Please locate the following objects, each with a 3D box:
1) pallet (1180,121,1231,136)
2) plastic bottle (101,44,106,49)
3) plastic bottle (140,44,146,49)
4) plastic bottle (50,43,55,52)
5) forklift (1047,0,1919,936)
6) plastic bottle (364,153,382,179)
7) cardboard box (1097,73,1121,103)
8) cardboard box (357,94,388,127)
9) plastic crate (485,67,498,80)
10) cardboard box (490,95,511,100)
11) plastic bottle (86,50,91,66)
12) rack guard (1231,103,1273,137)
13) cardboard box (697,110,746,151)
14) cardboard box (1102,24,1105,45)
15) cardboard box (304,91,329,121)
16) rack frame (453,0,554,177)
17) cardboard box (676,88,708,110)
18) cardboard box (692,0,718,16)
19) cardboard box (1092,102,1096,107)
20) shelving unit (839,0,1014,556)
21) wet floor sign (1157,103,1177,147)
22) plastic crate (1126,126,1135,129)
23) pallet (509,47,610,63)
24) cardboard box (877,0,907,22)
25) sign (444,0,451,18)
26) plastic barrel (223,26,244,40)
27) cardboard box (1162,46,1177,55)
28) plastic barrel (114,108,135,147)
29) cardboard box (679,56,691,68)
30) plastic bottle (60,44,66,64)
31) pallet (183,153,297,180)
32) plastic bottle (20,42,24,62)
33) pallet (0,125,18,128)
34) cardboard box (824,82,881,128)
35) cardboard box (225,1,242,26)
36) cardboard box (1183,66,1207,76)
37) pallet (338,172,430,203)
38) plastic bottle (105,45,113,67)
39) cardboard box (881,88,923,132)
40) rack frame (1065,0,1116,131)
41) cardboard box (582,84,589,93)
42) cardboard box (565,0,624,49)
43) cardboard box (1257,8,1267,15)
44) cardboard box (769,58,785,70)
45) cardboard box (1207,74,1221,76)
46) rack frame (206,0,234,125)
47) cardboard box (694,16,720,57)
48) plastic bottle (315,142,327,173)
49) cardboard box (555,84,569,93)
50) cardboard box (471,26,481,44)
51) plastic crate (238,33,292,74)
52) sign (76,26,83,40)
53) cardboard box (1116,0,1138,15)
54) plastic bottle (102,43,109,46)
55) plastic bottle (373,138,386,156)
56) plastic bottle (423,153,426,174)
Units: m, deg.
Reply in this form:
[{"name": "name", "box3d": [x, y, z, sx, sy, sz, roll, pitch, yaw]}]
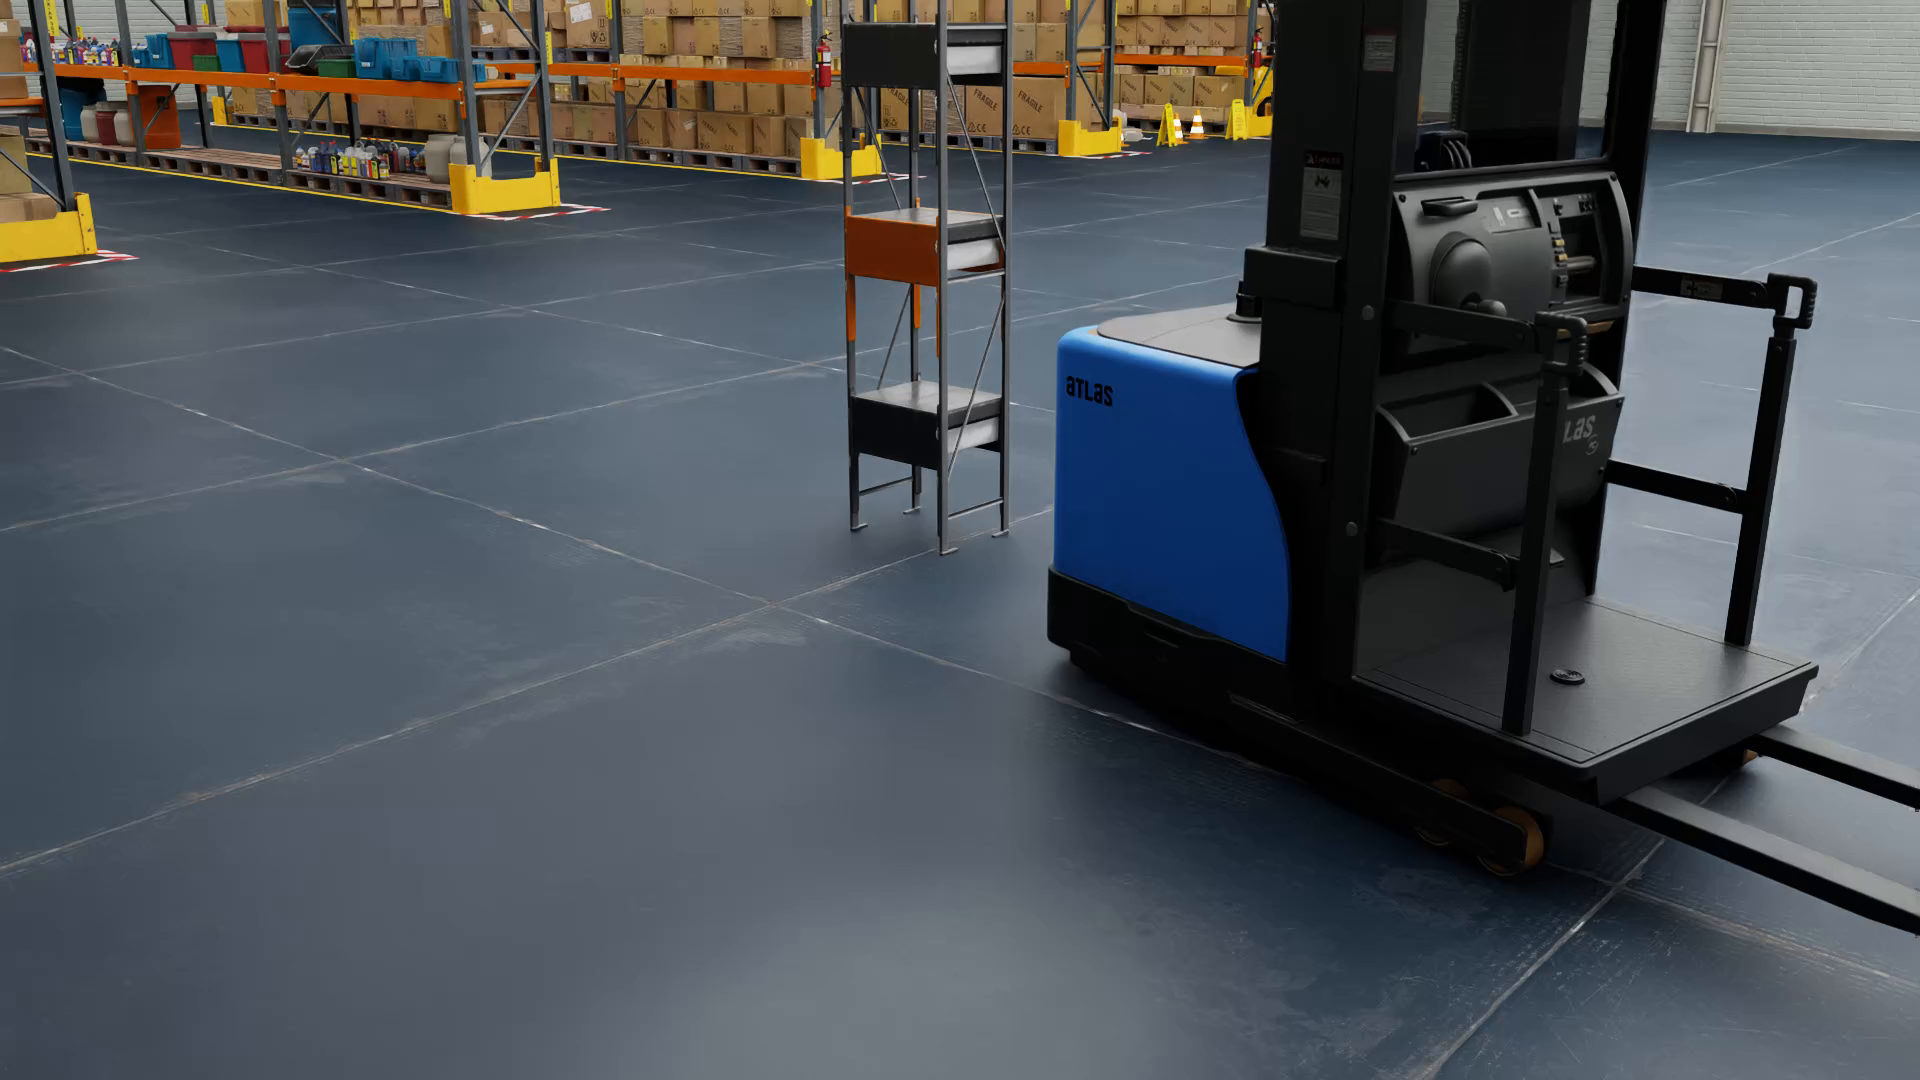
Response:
[{"name": "pallet", "box3d": [4.483, -7.180, 28.888, 1.213, 0.211, 1.003, 15, 23, 39]}, {"name": "plastic bottle", "box3d": [-12.352, -7.022, 23.993, 0.097, 0.271, 0.097, 0, 18, 0]}, {"name": "plastic bottle", "box3d": [-11.521, -6.861, 23.484, 0.097, 0.271, 0.097, 0, 18, 0]}, {"name": "plastic bottle", "box3d": [-12.931, -6.946, 23.744, 0.135, 0.276, 0.152, 15, 23, 39]}, {"name": "forklift", "box3d": [1.565, -0.748, 4.124, 1.130, 2.935, 3.031, -13, 22, -35]}, {"name": "plastic bottle", "box3d": [-6.576, -4.198, 18.657, 0.135, 0.276, 0.152, 15, 23, 40]}, {"name": "cardboard box", "box3d": [2.803, -8.089, 29.752, 0.500, 0.500, 0.500, 16, 24, 41]}, {"name": "cardboard box", "box3d": [-9.268, -7.375, 27.709, 0.875, 0.875, 1.225, 14, 22, 37]}, {"name": "plastic crate", "box3d": [-5.197, -5.087, 18.119, 0.250, 0.136, 0.298, 15, 23, 39]}, {"name": "cardboard box", "box3d": [-6.916, -6.935, 25.671, 0.500, 0.250, 0.500, 16, 24, 41]}, {"name": "plastic bottle", "box3d": [-11.994, -6.648, 22.928, 0.097, 0.201, 0.097, 0, 18, 0]}, {"name": "rack guard", "box3d": [5.067, -7.147, 28.305, 0.348, 0.500, 1.175, 15, 23, 39]}, {"name": "cardboard box", "box3d": [-3.223, -5.583, 22.684, 0.500, 0.500, 0.500, 13, 22, 34]}, {"name": "cardboard box", "box3d": [2.667, -9.069, 29.571, 0.500, 0.500, 0.500, 15, 23, 39]}, {"name": "cardboard box", "box3d": [-10.870, -7.829, 29.139, 0.875, 0.875, 0.875, 15, 23, 39]}, {"name": "rack frame", "box3d": [-4.741, -4.960, 17.283, 0.127, 3.000, 1.000, 15, 23, 39]}, {"name": "cardboard box", "box3d": [-4.735, -7.871, 29.892, 0.500, 0.500, 0.500, 15, 23, 39]}, {"name": "cardboard box", "box3d": [-3.148, -7.104, 21.727, 0.500, 0.500, 0.500, 15, 23, 39]}, {"name": "cardboard box", "box3d": [2.394, -7.836, 30.196, 0.500, 0.250, 0.500, 14, 22, 37]}, {"name": "shelving unit", "box3d": [-0.124, -1.034, 6.399, 0.503, 2.100, 0.431, 15, 23, 39]}, {"name": "wet floor sign", "box3d": [3.250, -6.503, 26.035, 0.232, 0.644, 0.267, 11, 20, 30]}, {"name": "plastic crate", "box3d": [2.762, -7.234, 29.273, 0.583, 0.080, 0.402, 7, 19, 21]}, {"name": "pallet", "box3d": [-5.930, -7.208, 24.681, 1.213, 0.211, 1.003, 15, 23, 39]}, {"name": "cardboard box", "box3d": [-0.825, -8.490, 26.373, 0.550, 0.550, 0.875, 15, 23, 39]}, {"name": "sign", "box3d": [-7.803, -8.113, 25.303, 0.005, 0.325, 0.100, 15, 23, 39]}, {"name": "plastic barrel", "box3d": [-9.175, -6.304, 21.293, 0.433, 0.535, 0.433, 0, 18, 0]}, {"name": "cardboard box", "box3d": [3.699, -8.471, 28.760, 0.250, 0.149, 0.380, 15, 23, 39]}, {"name": "plastic barrel", "box3d": [-11.584, -5.769, 23.248, 0.421, 0.512, 0.421, 0, 18, 0]}, {"name": "cardboard box", "box3d": [-3.533, -6.408, 22.259, 0.250, 0.149, 0.380, 15, 23, 39]}, {"name": "plastic bottle", "box3d": [-12.616, -6.848, 23.443, 0.097, 0.271, 0.097, 0, 18, 0]}, {"name": "pallet", "box3d": [-9.263, -4.828, 21.477, 1.213, 0.211, 1.003, 15, 23, 39]}, {"name": "plastic bottle", "box3d": [-13.726, -7.144, 24.357, 0.133, 0.283, 0.061, 15, 23, 39]}, {"name": "pallet", "box3d": [-16.117, -6.670, 27.278, 1.213, 0.211, 1.003, 15, 23, 39]}, {"name": "cardboard box", "box3d": [-1.602, -7.218, 27.422, 0.750, 0.750, 1.050, 15, 23, 39]}, {"name": "cardboard box", "box3d": [-12.867, -9.463, 29.989, 0.500, 0.500, 0.500, 14, 23, 38]}, {"name": "cardboard box", "box3d": [4.033, -8.040, 28.525, 0.250, 0.149, 0.380, 16, 24, 41]}, {"name": "pallet", "box3d": [-6.342, -4.045, 19.009, 1.213, 0.211, 1.003, 15, 23, 39]}, {"name": "plastic bottle", "box3d": [-11.483, -6.542, 22.460, 0.133, 0.283, 0.061, 15, 23, 39]}, {"name": "cardboard box", "box3d": [-0.654, -7.031, 26.627, 0.875, 0.875, 0.875, 15, 23, 40]}, {"name": "rack frame", "box3d": [1.914, -7.183, 24.286, 0.127, 3.000, 1.000, 15, 23, 39]}, {"name": "cardboard box", "box3d": [-7.181, -8.833, 32.521, 0.250, 0.149, 0.380, 16, 24, 41]}, {"name": "cardboard box", "box3d": [-4.947, -7.561, 23.793, 1.000, 1.000, 1.000, 15, 23, 40]}, {"name": "cardboard box", "box3d": [6.043, -10.461, 32.887, 0.250, 0.149, 0.380, 16, 23, 40]}, {"name": "cardboard box", "box3d": [-2.212, -6.061, 21.165, 0.250, 0.149, 0.380, 15, 23, 39]}, {"name": "cardboard box", "box3d": [4.292, -7.903, 29.168, 0.500, 0.500, 0.500, 14, 22, 37]}, {"name": "rack frame", "box3d": [-13.421, -9.294, 30.937, 0.127, 3.000, 1.000, 15, 23, 39]}, {"name": "cardboard box", "box3d": [-3.012, -6.674, 22.024, 0.500, 0.500, 0.875, 15, 23, 39]}, {"name": "plastic bottle", "box3d": [-7.405, -4.455, 19.341, 0.185, 0.351, 0.144, 16, 24, 41]}, {"name": "cardboard box", "box3d": [-7.718, -8.772, 32.329, 0.250, 0.149, 0.380, 15, 23, 40]}, {"name": "cardboard box", "box3d": [-7.620, -7.894, 26.362, 0.500, 0.500, 0.500, 16, 24, 41]}, {"name": "plastic crate", "box3d": [-8.298, -5.822, 19.892, 0.583, 0.464, 0.402, 15, 23, 39]}, {"name": "sign", "box3d": [-13.350, -7.626, 25.224, 0.005, 0.325, 0.100, 15, 23, 39]}, {"name": "cardboard box", "box3d": [3.043, -9.440, 29.090, 0.500, 0.500, 0.700, 14, 23, 38]}, {"name": "plastic bottle", "box3d": [-12.456, -7.103, 24.240, 0.135, 0.276, 0.152, 15, 23, 39]}, {"name": "plastic bottle", "box3d": [-6.917, -4.608, 19.825, 0.185, 0.351, 0.144, 14, 22, 37]}, {"name": "plastic bottle", "box3d": [-6.147, -4.373, 19.215, 0.097, 0.271, 0.097, 0, 18, 0]}]
